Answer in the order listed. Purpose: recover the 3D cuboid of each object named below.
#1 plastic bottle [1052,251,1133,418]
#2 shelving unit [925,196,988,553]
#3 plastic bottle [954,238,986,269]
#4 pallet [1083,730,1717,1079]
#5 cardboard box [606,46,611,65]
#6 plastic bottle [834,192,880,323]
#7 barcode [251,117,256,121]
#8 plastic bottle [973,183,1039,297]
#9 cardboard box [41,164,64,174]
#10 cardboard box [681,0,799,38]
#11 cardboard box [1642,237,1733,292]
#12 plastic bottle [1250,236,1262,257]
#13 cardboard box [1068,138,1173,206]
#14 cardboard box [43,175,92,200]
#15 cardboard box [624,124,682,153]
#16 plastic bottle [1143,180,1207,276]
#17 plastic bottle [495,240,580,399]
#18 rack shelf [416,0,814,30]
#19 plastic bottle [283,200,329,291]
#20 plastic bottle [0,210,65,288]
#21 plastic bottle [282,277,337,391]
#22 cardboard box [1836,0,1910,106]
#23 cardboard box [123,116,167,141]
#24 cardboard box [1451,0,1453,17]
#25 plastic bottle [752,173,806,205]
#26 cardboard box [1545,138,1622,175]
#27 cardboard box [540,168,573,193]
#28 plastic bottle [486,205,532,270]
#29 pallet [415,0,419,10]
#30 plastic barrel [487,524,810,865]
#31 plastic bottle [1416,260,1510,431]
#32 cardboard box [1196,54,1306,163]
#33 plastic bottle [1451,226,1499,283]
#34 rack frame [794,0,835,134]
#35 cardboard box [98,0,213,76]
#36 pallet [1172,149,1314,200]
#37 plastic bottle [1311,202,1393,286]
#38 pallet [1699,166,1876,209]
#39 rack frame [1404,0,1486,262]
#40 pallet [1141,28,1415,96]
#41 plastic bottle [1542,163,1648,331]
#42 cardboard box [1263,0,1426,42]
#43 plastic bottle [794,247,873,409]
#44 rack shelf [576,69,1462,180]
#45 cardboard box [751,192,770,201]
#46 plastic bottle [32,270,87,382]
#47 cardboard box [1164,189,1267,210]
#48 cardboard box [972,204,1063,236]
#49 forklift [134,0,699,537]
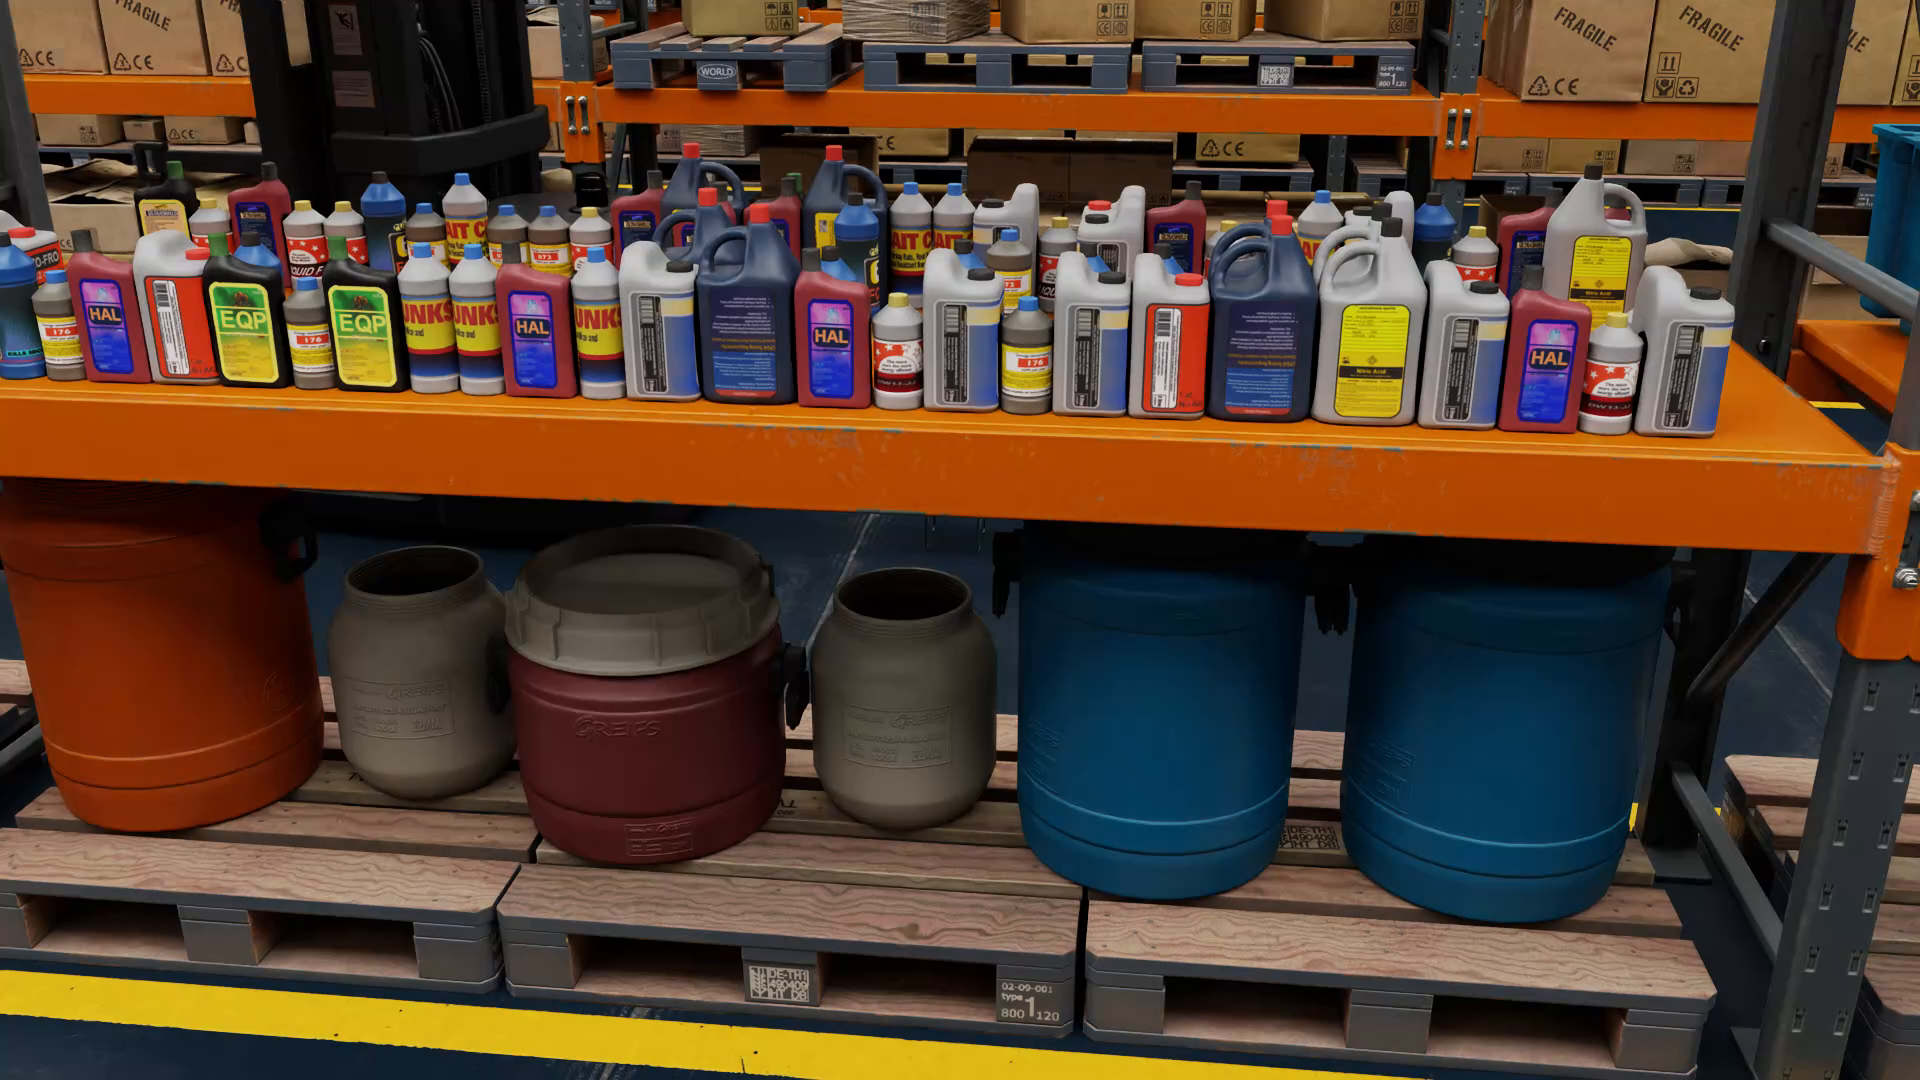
[{"bbox_3d":[0.239,-0.373,2.971,0.135,0.276,0.152,2,22,6],"label":"plastic bottle"},{"bbox_3d":[-0.014,-0.559,5.721,0.189,1.200,0.258,2,22,6],"label":"shelving unit"},{"bbox_3d":[0.005,-0.427,3.115,0.097,0.271,0.097,0,22,0],"label":"plastic bottle"},{"bbox_3d":[0.904,0.760,3.729,1.213,0.211,1.003,2,22,6],"label":"pallet"},{"bbox_3d":[-2.932,-3.749,13.124,0.500,0.250,0.500,2,22,6],"label":"cardboard box"},{"bbox_3d":[-0.221,-0.608,3.573,0.097,0.271,0.097,0,22,0],"label":"plastic bottle"},{"bbox_3d":[-5.922,-3.509,13.919,0.075,0.075,0.001,2,22,6],"label":"barcode"},{"bbox_3d":[0.101,-0.639,3.646,0.135,0.276,0.152,2,22,6],"label":"plastic bottle"},{"bbox_3d":[-5.256,-1.907,9.089,0.500,0.311,0.500,2,22,6],"label":"cardboard box"},{"bbox_3d":[-1.081,-2.725,8.045,0.500,0.500,0.700,-5,22,-12],"label":"cardboard box"},{"bbox_3d":[3.596,-1.297,8.199,0.500,0.311,0.500,2,22,6],"label":"cardboard box"},{"bbox_3d":[0.679,-0.590,3.621,0.097,0.201,0.097,0,22,0],"label":"plastic bottle"},{"bbox_3d":[0.807,-1.840,8.296,0.500,0.250,0.500,3,22,6],"label":"cardboard box"},{"bbox_3d":[-4.815,-1.687,8.534,0.500,0.311,0.500,2,22,6],"label":"cardboard box"},{"bbox_3d":[-2.360,-3.397,13.254,0.500,0.500,0.700,2,22,6],"label":"cardboard box"},{"bbox_3d":[0.470,-0.644,3.647,0.133,0.283,0.061,2,22,6],"label":"plastic bottle"},{"bbox_3d":[-0.773,-0.403,3.038,0.133,0.283,0.061,2,22,6],"label":"plastic bottle"},{"bbox_3d":[-3.127,-4.030,13.032,4.000,0.370,1.077,2,22,6],"label":"rack shelf"},{"bbox_3d":[-1.513,-0.685,3.863,0.097,0.201,0.097,0,22,0],"label":"plastic bottle"},{"bbox_3d":[-1.897,-0.522,3.349,0.135,0.276,0.152,2,22,6],"label":"plastic bottle"},{"bbox_3d":[-1.211,-0.391,3.119,0.097,0.201,0.097,0,22,0],"label":"plastic bottle"},{"bbox_3d":[3.732,-2.178,7.232,0.500,0.500,0.500,2,22,6],"label":"cardboard box"},{"bbox_3d":[-6.699,-3.406,13.755,0.250,0.149,0.380,1,22,2],"label":"cardboard box"},{"bbox_3d":[3.368,-4.215,12.113,0.700,0.700,0.980,3,22,7],"label":"cardboard box"},{"bbox_3d":[-0.404,-0.682,3.743,0.133,0.283,0.061,2,22,6],"label":"plastic bottle"},{"bbox_3d":[4.570,-3.022,12.332,0.500,0.500,0.700,3,22,8],"label":"cardboard box"},{"bbox_3d":[-2.206,-1.776,8.759,0.500,0.311,0.500,3,22,8],"label":"cardboard box"},{"bbox_3d":[-1.030,-0.664,3.810,0.097,0.201,0.097,0,22,0],"label":"plastic bottle"},{"bbox_3d":[-4.371,-4.276,12.936,1.213,0.211,1.003,2,22,6],"label":"pallet"},{"bbox_3d":[-0.697,0.329,3.736,0.708,0.588,0.600,2,22,6],"label":"plastic barrel"},{"bbox_3d":[0.873,-0.345,2.901,0.135,0.276,0.152,2,22,6],"label":"plastic bottle"},{"bbox_3d":[2.171,-3.281,12.512,0.750,0.750,0.750,3,22,7],"label":"cardboard box"},{"bbox_3d":[1.102,-0.571,3.575,0.097,0.201,0.097,0,22,0],"label":"plastic bottle"},{"bbox_3d":[-1.141,-4.278,12.681,0.127,3.000,1.000,2,22,6],"label":"rack frame"},{"bbox_3d":[-3.911,-2.605,8.313,0.500,0.500,0.500,3,22,6],"label":"cardboard box"},{"bbox_3d":[2.056,-2.814,12.770,1.213,0.211,1.003,2,22,6],"label":"pallet"},{"bbox_3d":[0.731,-0.438,3.034,0.185,0.351,0.144,2,22,6],"label":"plastic bottle"},{"bbox_3d":[6.000,-2.641,12.333,1.213,0.211,1.003,2,22,6],"label":"pallet"},{"bbox_3d":[2.252,-2.296,7.668,0.127,3.000,1.000,2,22,6],"label":"rack frame"},{"bbox_3d":[1.471,-2.281,7.891,1.213,0.211,1.003,2,22,6],"label":"pallet"},{"bbox_3d":[1.314,-0.600,3.445,0.185,0.351,0.144,2,22,6],"label":"plastic bottle"},{"bbox_3d":[1.808,-2.640,7.831,0.500,0.500,0.700,-5,22,-12],"label":"cardboard box"},{"bbox_3d":[-0.227,-0.379,2.978,0.133,0.283,0.061,2,22,6],"label":"plastic bottle"},{"bbox_3d":[0.266,-2.048,8.019,4.000,0.370,1.077,2,22,6],"label":"rack shelf"},{"bbox_3d":[-0.764,-1.557,8.599,0.500,0.500,0.500,3,22,8],"label":"cardboard box"},{"bbox_3d":[-1.706,-0.412,3.174,0.097,0.201,0.097,0,22,0],"label":"plastic bottle"},{"bbox_3d":[1.269,-1.467,8.373,0.500,0.500,0.500,3,22,7],"label":"cardboard box"},{"bbox_3d":[0.235,-1.322,8.006,0.500,0.500,0.500,2,22,4],"label":"cardboard box"},{"bbox_3d":[-2.381,-1.606,6.016,3.031,2.935,1.130,5,22,13],"label":"forklift"}]
